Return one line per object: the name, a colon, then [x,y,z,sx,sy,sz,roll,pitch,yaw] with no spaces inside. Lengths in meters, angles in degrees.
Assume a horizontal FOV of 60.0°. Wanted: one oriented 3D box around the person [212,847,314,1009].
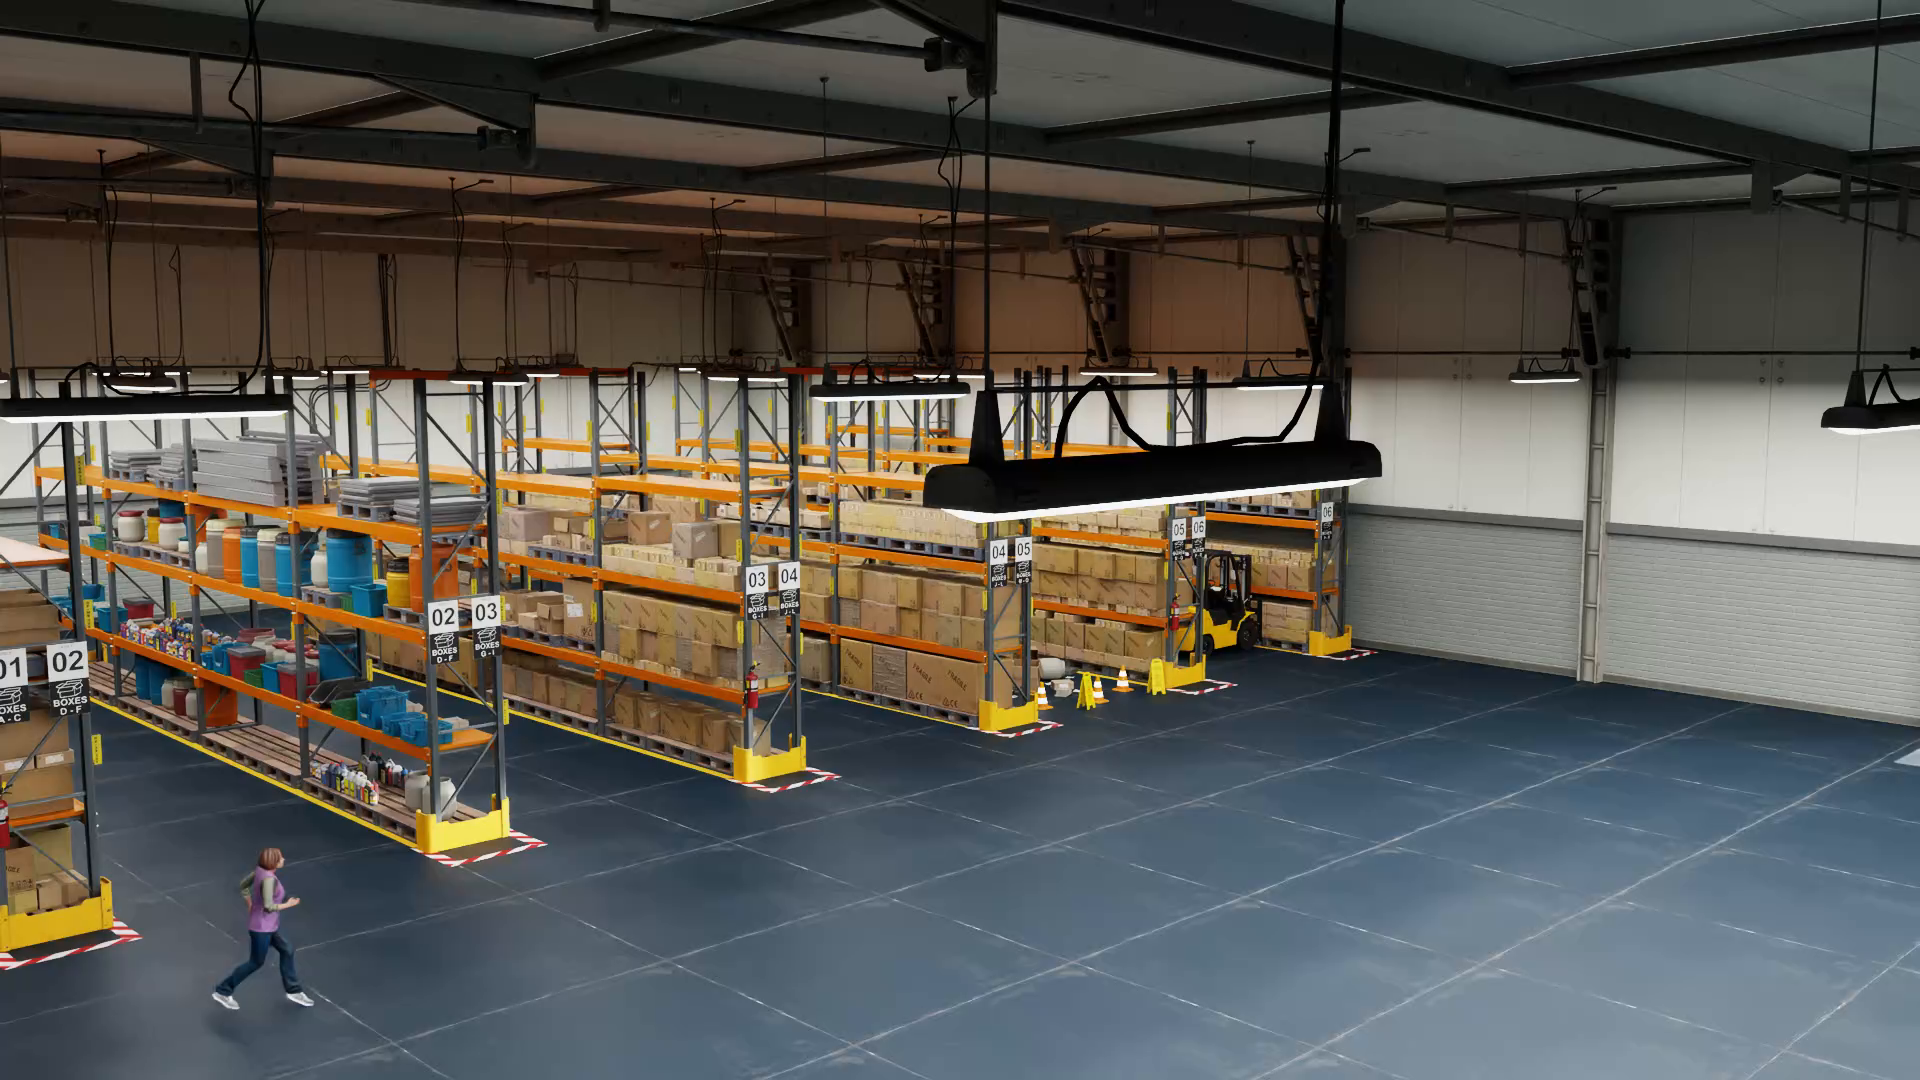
person: [-6.706,3.748,15.939,0.889,1.617,0.562,-3,7,-25]
